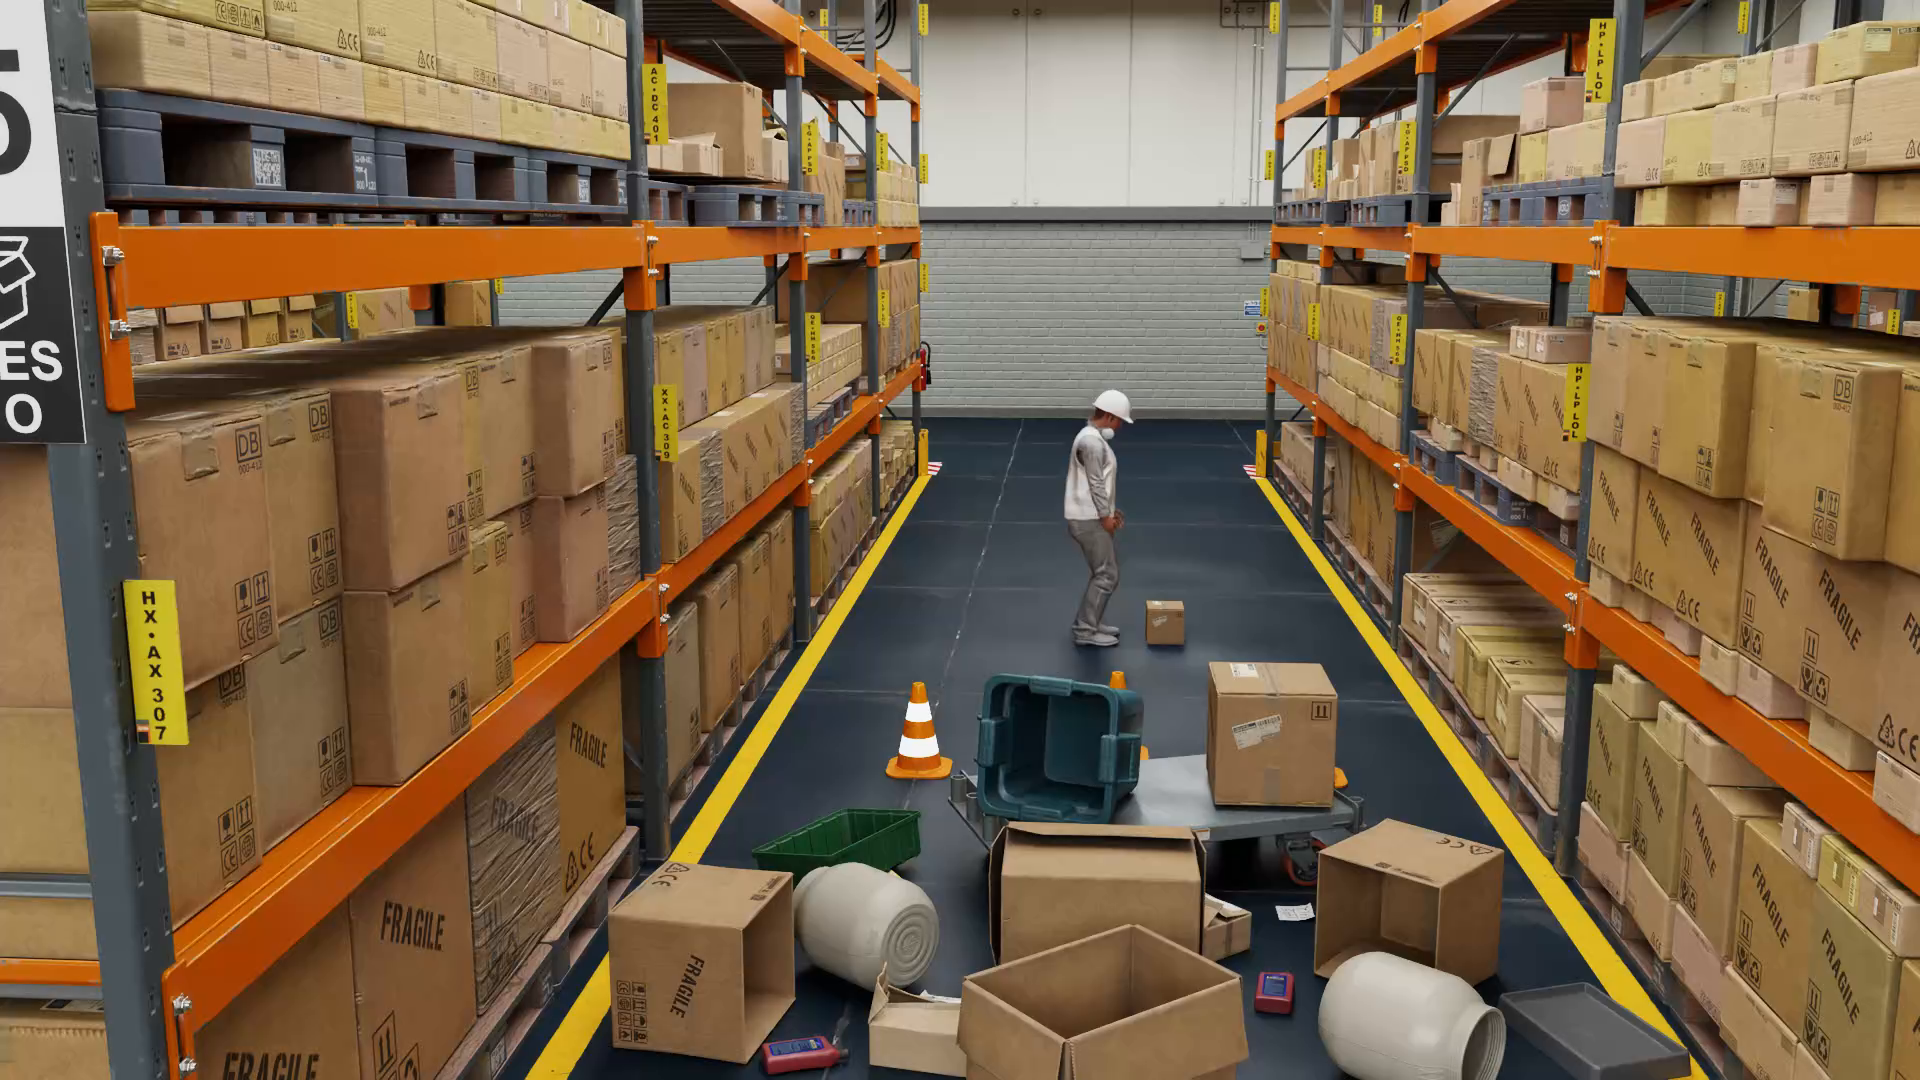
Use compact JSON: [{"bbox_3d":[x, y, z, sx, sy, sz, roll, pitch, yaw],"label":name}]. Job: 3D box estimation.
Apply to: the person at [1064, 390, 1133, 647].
[{"bbox_3d":[0.940,-0.162,11.361,0.457,1.729,0.556,1,11,5],"label":"person"}]
